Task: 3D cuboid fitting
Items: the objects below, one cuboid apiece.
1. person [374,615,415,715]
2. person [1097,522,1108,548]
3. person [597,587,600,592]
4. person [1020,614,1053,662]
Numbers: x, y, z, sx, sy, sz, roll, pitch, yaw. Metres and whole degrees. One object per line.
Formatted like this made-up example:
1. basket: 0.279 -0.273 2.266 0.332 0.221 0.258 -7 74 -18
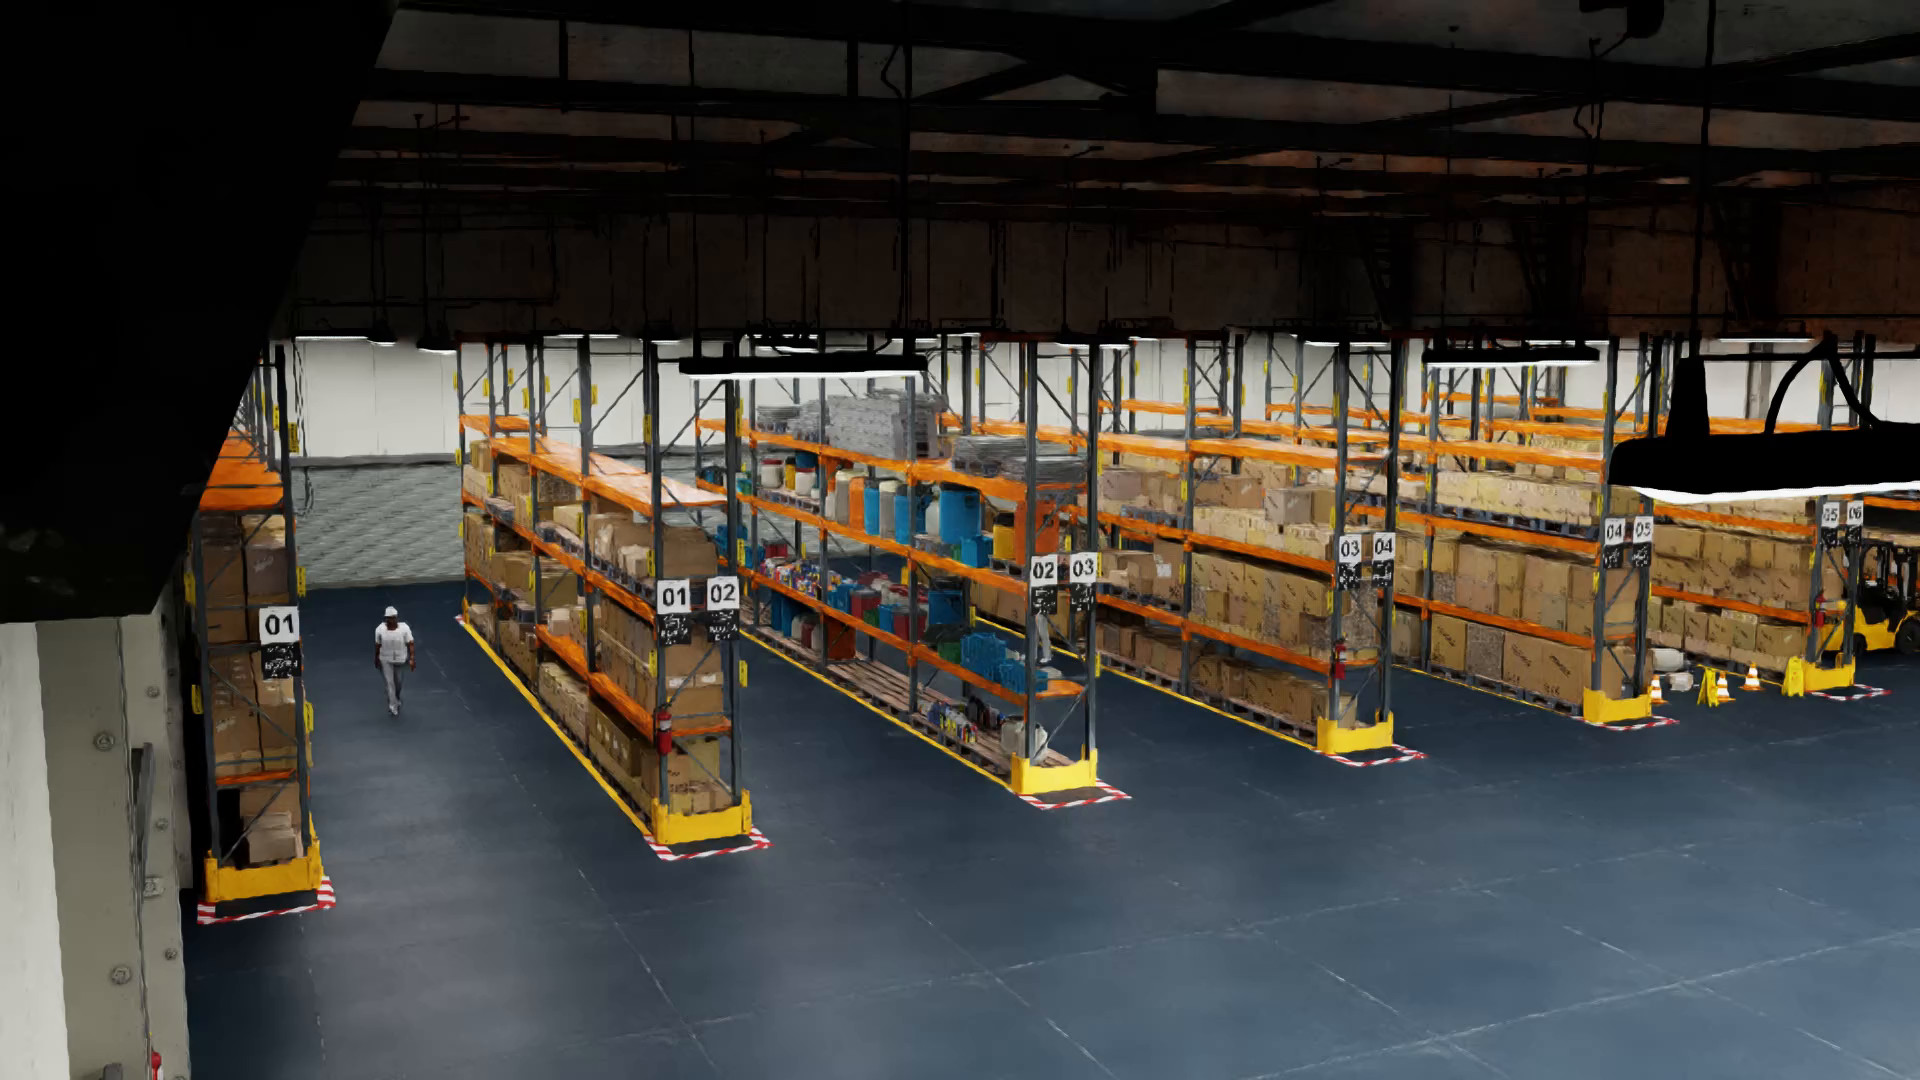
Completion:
1. person: -9.040 1.923 26.612 0.589 1.679 1.043 -4 9 -26
2. person: 3.159 0.424 37.600 0.570 1.664 0.563 -2 8 -12
3. person: -8.116 0.317 38.249 0.586 1.719 0.761 2 8 14
4. person: 1.401 1.386 30.490 0.563 1.665 0.576 -1 8 -4
